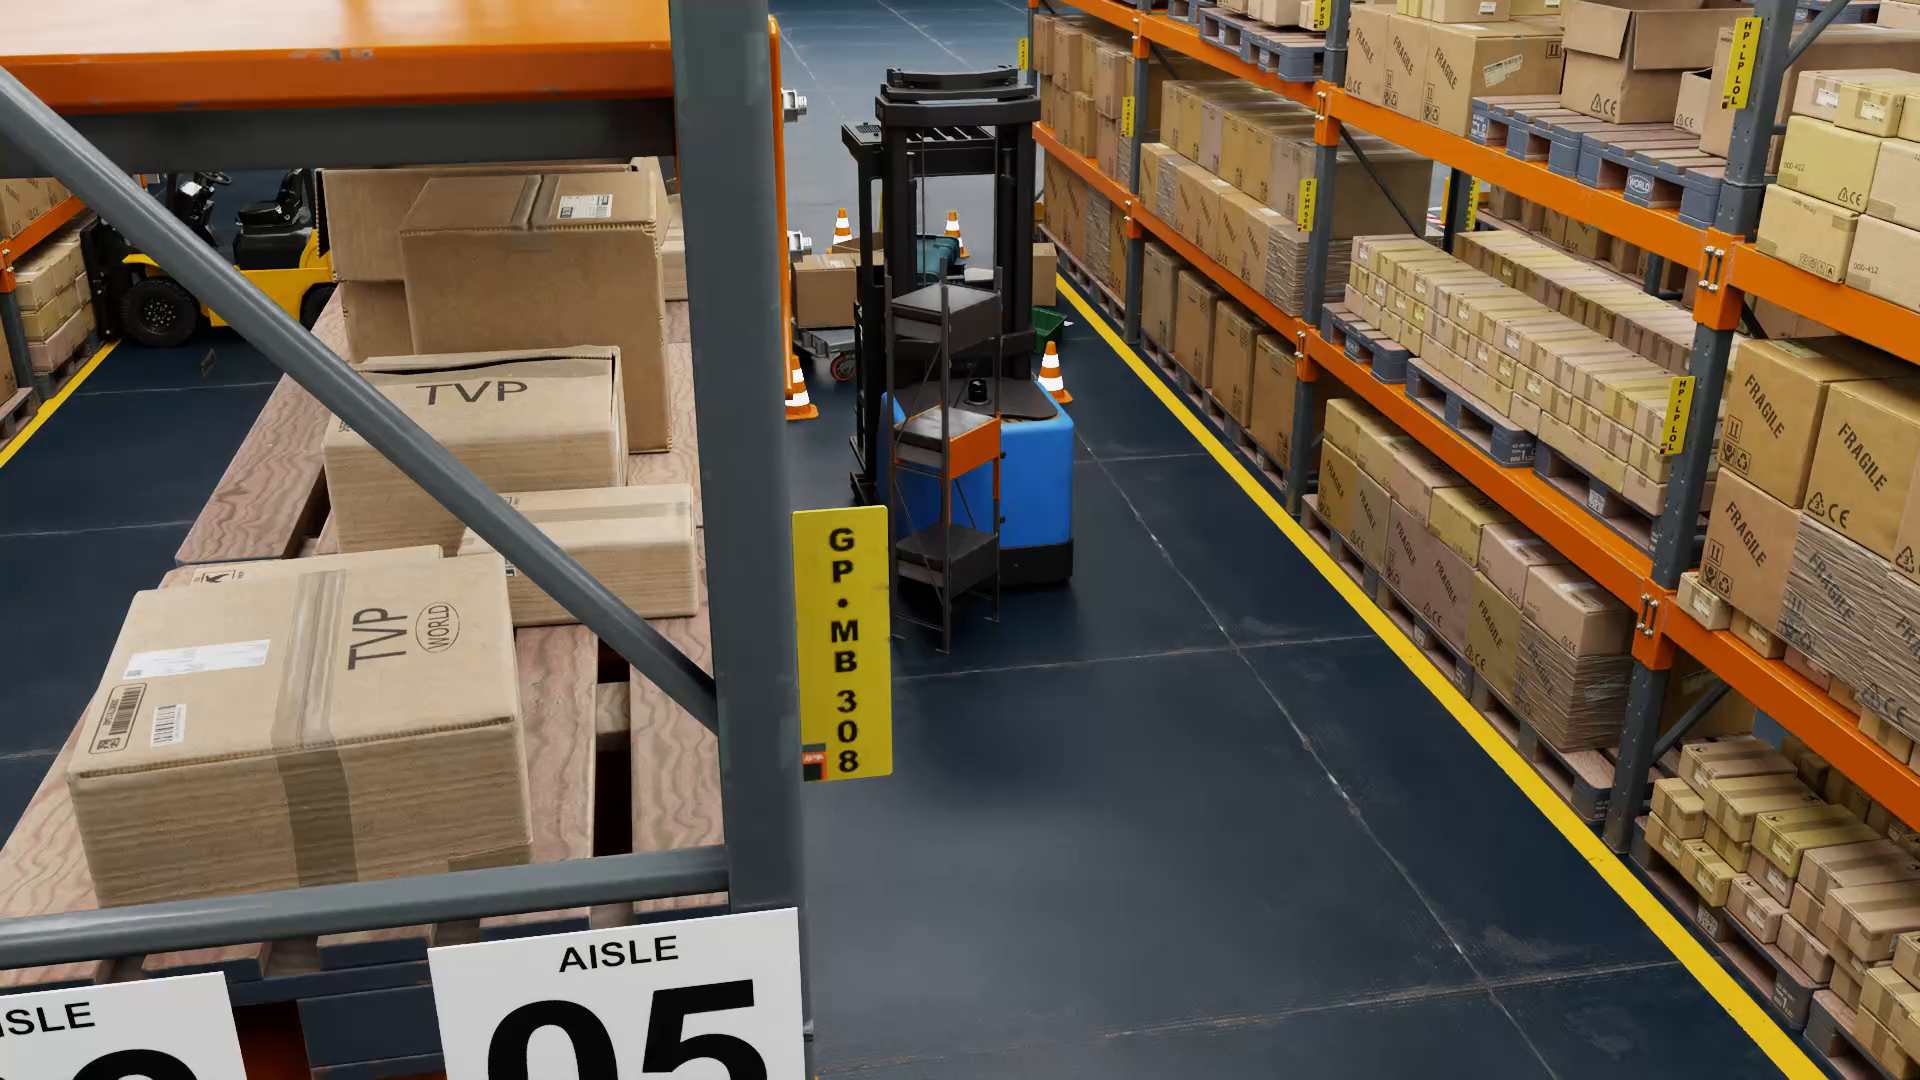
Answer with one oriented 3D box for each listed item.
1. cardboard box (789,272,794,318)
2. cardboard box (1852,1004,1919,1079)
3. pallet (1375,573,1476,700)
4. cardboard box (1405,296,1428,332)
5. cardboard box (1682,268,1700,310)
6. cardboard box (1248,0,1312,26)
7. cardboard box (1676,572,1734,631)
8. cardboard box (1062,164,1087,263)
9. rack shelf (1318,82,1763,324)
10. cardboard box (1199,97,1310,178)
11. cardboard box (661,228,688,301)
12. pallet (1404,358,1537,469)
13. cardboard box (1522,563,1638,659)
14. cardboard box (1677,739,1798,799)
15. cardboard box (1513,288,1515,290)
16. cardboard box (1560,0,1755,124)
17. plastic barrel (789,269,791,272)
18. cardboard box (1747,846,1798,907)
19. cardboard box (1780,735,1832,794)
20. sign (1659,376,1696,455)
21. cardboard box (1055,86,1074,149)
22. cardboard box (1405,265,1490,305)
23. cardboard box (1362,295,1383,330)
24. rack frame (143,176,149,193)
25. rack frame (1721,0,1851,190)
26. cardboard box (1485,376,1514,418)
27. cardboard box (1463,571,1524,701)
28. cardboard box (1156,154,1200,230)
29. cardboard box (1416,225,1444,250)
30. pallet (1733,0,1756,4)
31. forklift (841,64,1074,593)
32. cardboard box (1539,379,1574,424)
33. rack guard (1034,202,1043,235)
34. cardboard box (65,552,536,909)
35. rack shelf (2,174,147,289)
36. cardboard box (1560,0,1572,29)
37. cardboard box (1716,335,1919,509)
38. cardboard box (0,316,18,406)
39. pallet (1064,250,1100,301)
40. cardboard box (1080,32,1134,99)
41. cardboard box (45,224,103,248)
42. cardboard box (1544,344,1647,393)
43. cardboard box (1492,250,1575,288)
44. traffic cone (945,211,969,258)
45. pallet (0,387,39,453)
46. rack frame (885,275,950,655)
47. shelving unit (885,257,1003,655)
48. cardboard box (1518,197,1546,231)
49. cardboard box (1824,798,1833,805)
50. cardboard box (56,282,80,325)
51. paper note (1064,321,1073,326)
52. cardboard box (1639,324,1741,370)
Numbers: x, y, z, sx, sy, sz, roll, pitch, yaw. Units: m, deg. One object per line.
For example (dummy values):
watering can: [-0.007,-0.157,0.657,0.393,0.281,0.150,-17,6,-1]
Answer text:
cardboard box: [-1.752,-2.131,15.001,0.500,0.500,0.500,13,27,27]
cardboard box: [3.466,1.776,5.973,0.380,0.149,0.250,-5,24,-11]
pallet: [3.060,0.479,9.390,1.003,0.211,1.213,-4,24,-10]
cardboard box: [2.739,-1.284,9.359,0.380,0.149,0.250,-4,24,-10]
cardboard box: [6.941,-2.299,14.840,0.700,0.500,0.500,-6,24,-14]
cardboard box: [2.207,-3.547,10.837,0.500,0.311,0.500,-4,24,-10]
cardboard box: [3.165,0.238,6.770,0.380,0.149,0.250,-3,24,-8]
cardboard box: [1.571,-3.343,16.787,0.875,0.875,0.875,-5,24,-11]
rack shelf: [3.065,-1.844,8.375,1.077,0.370,4.000,-4,24,-10]
cardboard box: [2.243,-3.067,12.651,0.700,0.500,0.500,-4,24,-9]
cardboard box: [-0.930,-0.772,4.687,0.380,0.149,0.250,-4,24,-8]
pallet: [3.101,-0.722,8.895,1.003,0.211,1.213,-4,24,-10]
cardboard box: [3.048,0.323,7.924,0.500,0.250,0.500,-5,24,-11]
cardboard box: [3.295,0.980,7.052,0.380,0.149,0.250,-3,24,-8]
cardboard box: [3.336,-1.430,9.695,0.380,0.149,0.250,-4,24,-8]
cardboard box: [3.278,-2.244,7.739,0.797,0.503,0.637,-5,24,-10]
plastic barrel: [-1.761,-2.445,15.820,0.512,0.421,0.421,13,27,27]
cardboard box: [3.402,1.318,6.651,0.380,0.149,0.250,-4,24,-10]
cardboard box: [3.756,0.950,7.122,0.380,0.149,0.250,-4,24,-8]
sign: [2.890,-0.500,6.701,0.100,0.325,0.005,-4,24,-10]
cardboard box: [1.432,-4.214,16.464,0.875,0.550,0.550,-4,24,-10]
cardboard box: [2.732,-1.433,9.329,0.380,0.149,0.250,-5,24,-12]
cardboard box: [2.629,-1.366,9.920,0.380,0.149,0.250,-3,24,-7]
rack frame: [-8.508,-3.957,16.063,1.000,3.000,0.127,-4,24,-10]
rack frame: [3.434,-2.762,5.830,1.000,3.000,0.127,-4,24,-10]
cardboard box: [2.922,-0.743,8.493,0.380,0.149,0.250,-3,24,-7]
cardboard box: [2.955,0.466,8.533,0.500,0.500,0.500,-5,24,-11]
cardboard box: [1.882,-2.780,13.241,0.500,0.500,0.500,-4,24,-9]
cardboard box: [2.877,-1.828,11.063,0.500,0.500,0.500,-4,24,-9]
pallet: [6.858,-4.524,13.848,1.213,0.211,1.003,-4,24,-10]
forklift: [-0.135,-1.589,10.727,1.130,2.935,3.031,-5,24,-11]
cardboard box: [3.019,-0.676,7.969,0.380,0.149,0.250,-5,24,-11]
rack guard: [1.211,-3.596,18.360,1.175,0.500,0.348,-4,24,-10]
cardboard box: [-0.844,0.253,2.214,0.500,0.250,0.500,-7,24,-15]
rack shelf: [-8.138,-2.841,14.406,1.077,0.370,4.000,-4,24,-10]
cardboard box: [3.283,-2.713,8.384,0.396,0.266,0.258,-4,24,-10]
cardboard box: [3.278,-0.457,6.303,0.500,0.500,0.500,-4,24,-8]
cardboard box: [-7.661,-1.284,12.384,0.875,0.625,0.625,-3,24,-7]
pallet: [1.662,-2.667,16.592,1.003,0.211,1.213,-4,24,-10]
cardboard box: [1.634,-4.508,15.788,0.875,0.550,0.500,-4,24,-10]
cardboard box: [-7.827,-2.592,14.598,0.500,0.250,0.500,-5,24,-11]
cardboard box: [3.023,-0.816,7.917,0.380,0.149,0.250,-4,24,-10]
cardboard box: [3.329,-1.575,9.654,0.380,0.149,0.250,-4,24,-8]
traffic cone: [-0.082,-3.256,17.627,0.336,0.463,0.334,-4,24,-10]
pallet: [-7.594,-0.819,12.362,1.003,0.211,1.213,-4,24,-10]
rack frame: [-0.226,-0.368,8.969,0.400,2.100,0.015,16,28,32]
shelving unit: [-0.084,-0.447,9.151,0.431,2.100,0.503,16,28,32]
cardboard box: [6.352,-3.627,17.906,0.500,0.500,0.500,2,24,4]
cardboard box: [3.867,1.171,6.986,0.380,0.149,0.250,-5,24,-12]
cardboard box: [-7.649,-1.957,13.768,0.500,0.250,0.500,-4,24,-10]
paper note: [0.941,-1.996,15.281,0.142,0.020,0.147,18,29,36]
cardboard box: [3.620,-0.960,8.247,0.380,0.149,0.250,-5,24,-10]
